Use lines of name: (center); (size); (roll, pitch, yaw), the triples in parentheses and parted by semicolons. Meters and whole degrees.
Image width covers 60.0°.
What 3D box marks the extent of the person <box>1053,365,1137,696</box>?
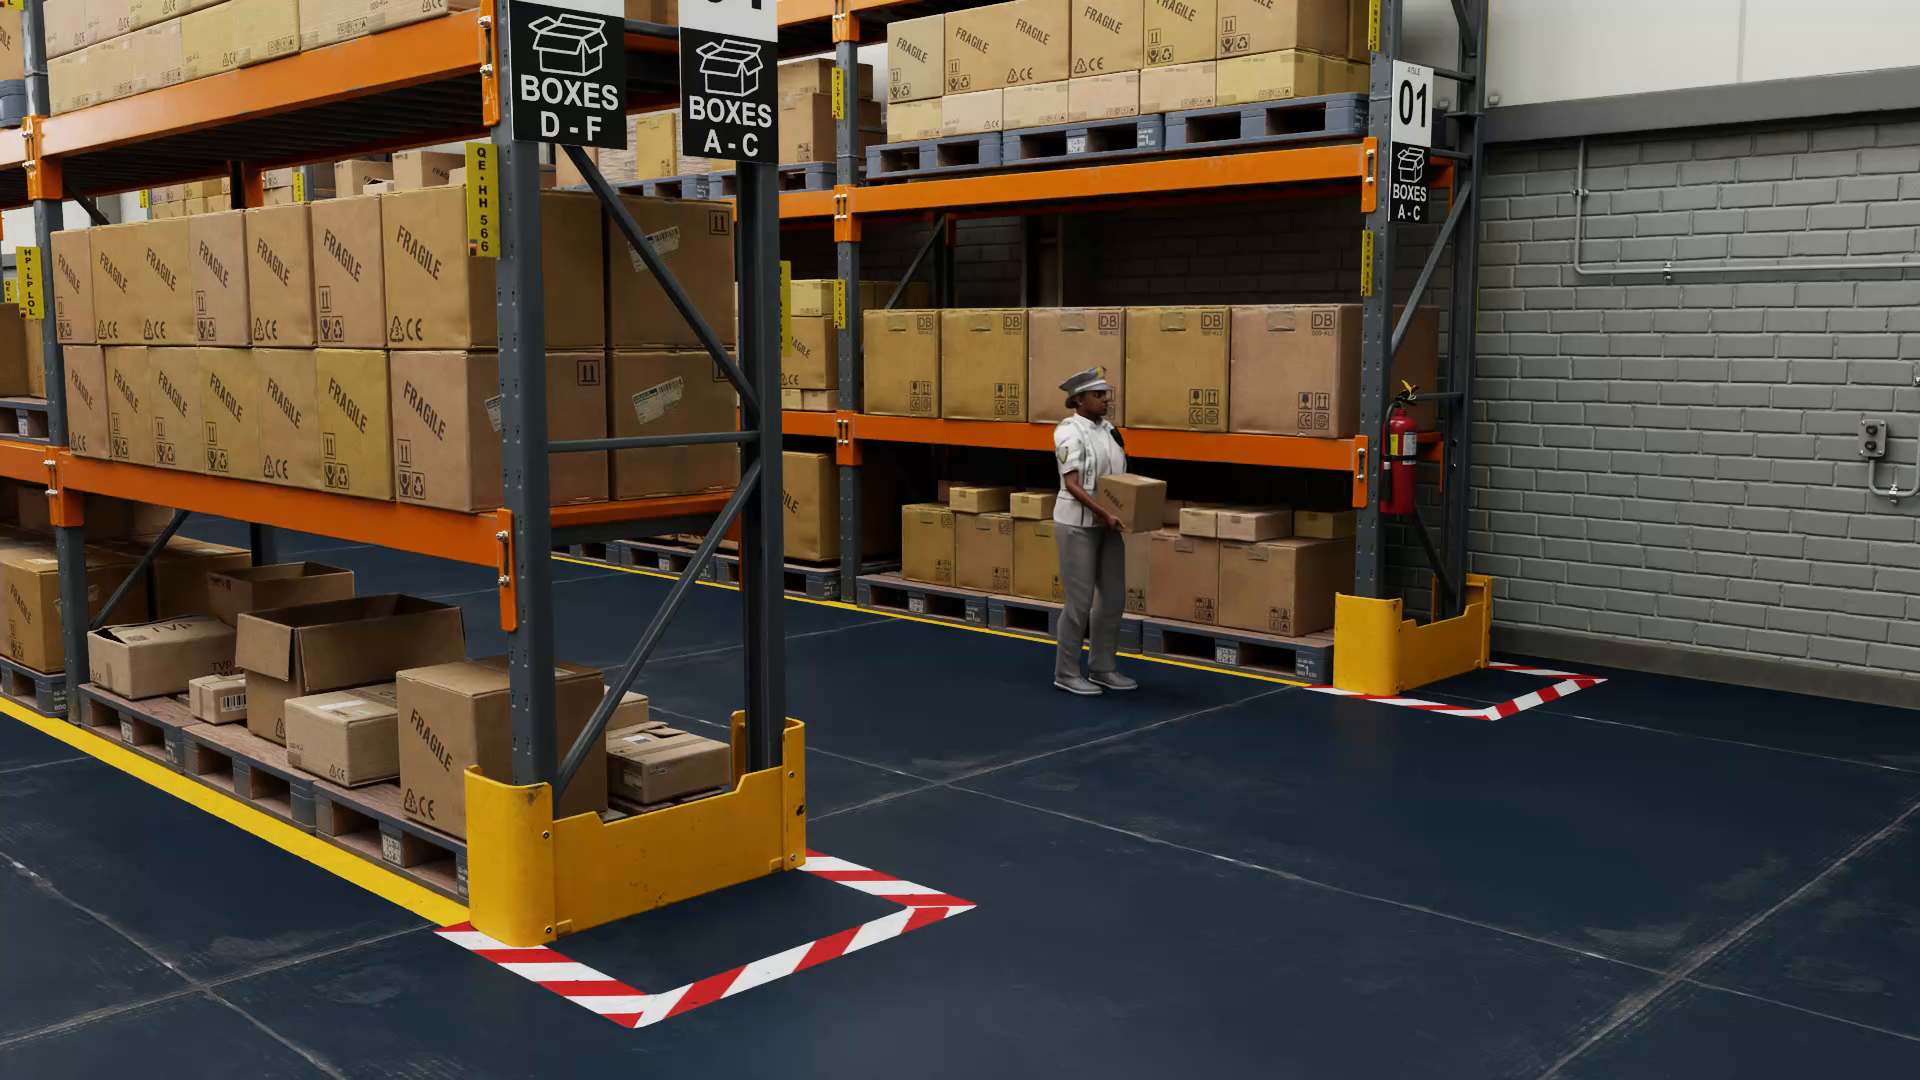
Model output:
person: (0.731, -0.051, 8.582); (0.518, 1.690, 0.451); (7, 10, 44)
